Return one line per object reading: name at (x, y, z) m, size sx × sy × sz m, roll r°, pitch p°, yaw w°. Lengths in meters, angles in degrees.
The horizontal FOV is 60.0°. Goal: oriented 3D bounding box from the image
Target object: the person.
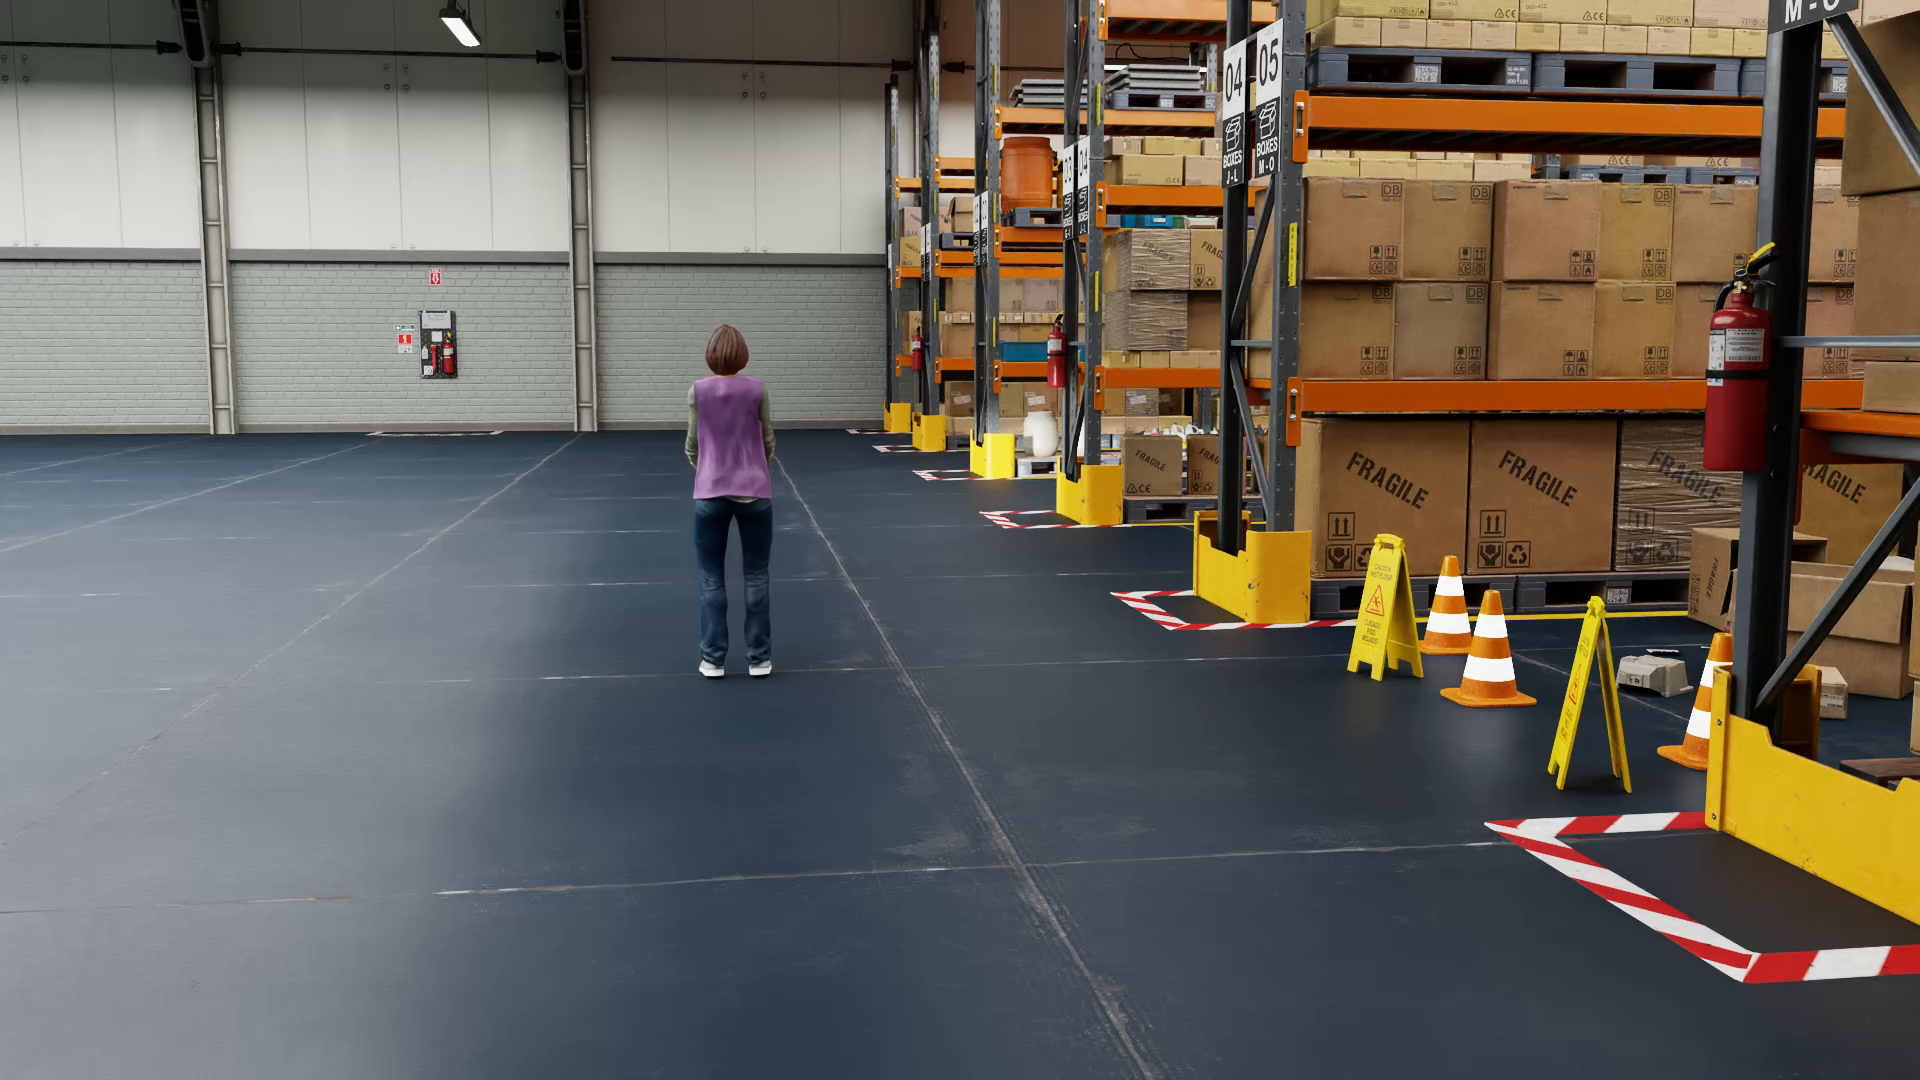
person at (-1.042, -0.174, 7.583) m, size 0.408 × 1.575 × 0.498 m, roll -1°, pitch 7°, yaw -9°
